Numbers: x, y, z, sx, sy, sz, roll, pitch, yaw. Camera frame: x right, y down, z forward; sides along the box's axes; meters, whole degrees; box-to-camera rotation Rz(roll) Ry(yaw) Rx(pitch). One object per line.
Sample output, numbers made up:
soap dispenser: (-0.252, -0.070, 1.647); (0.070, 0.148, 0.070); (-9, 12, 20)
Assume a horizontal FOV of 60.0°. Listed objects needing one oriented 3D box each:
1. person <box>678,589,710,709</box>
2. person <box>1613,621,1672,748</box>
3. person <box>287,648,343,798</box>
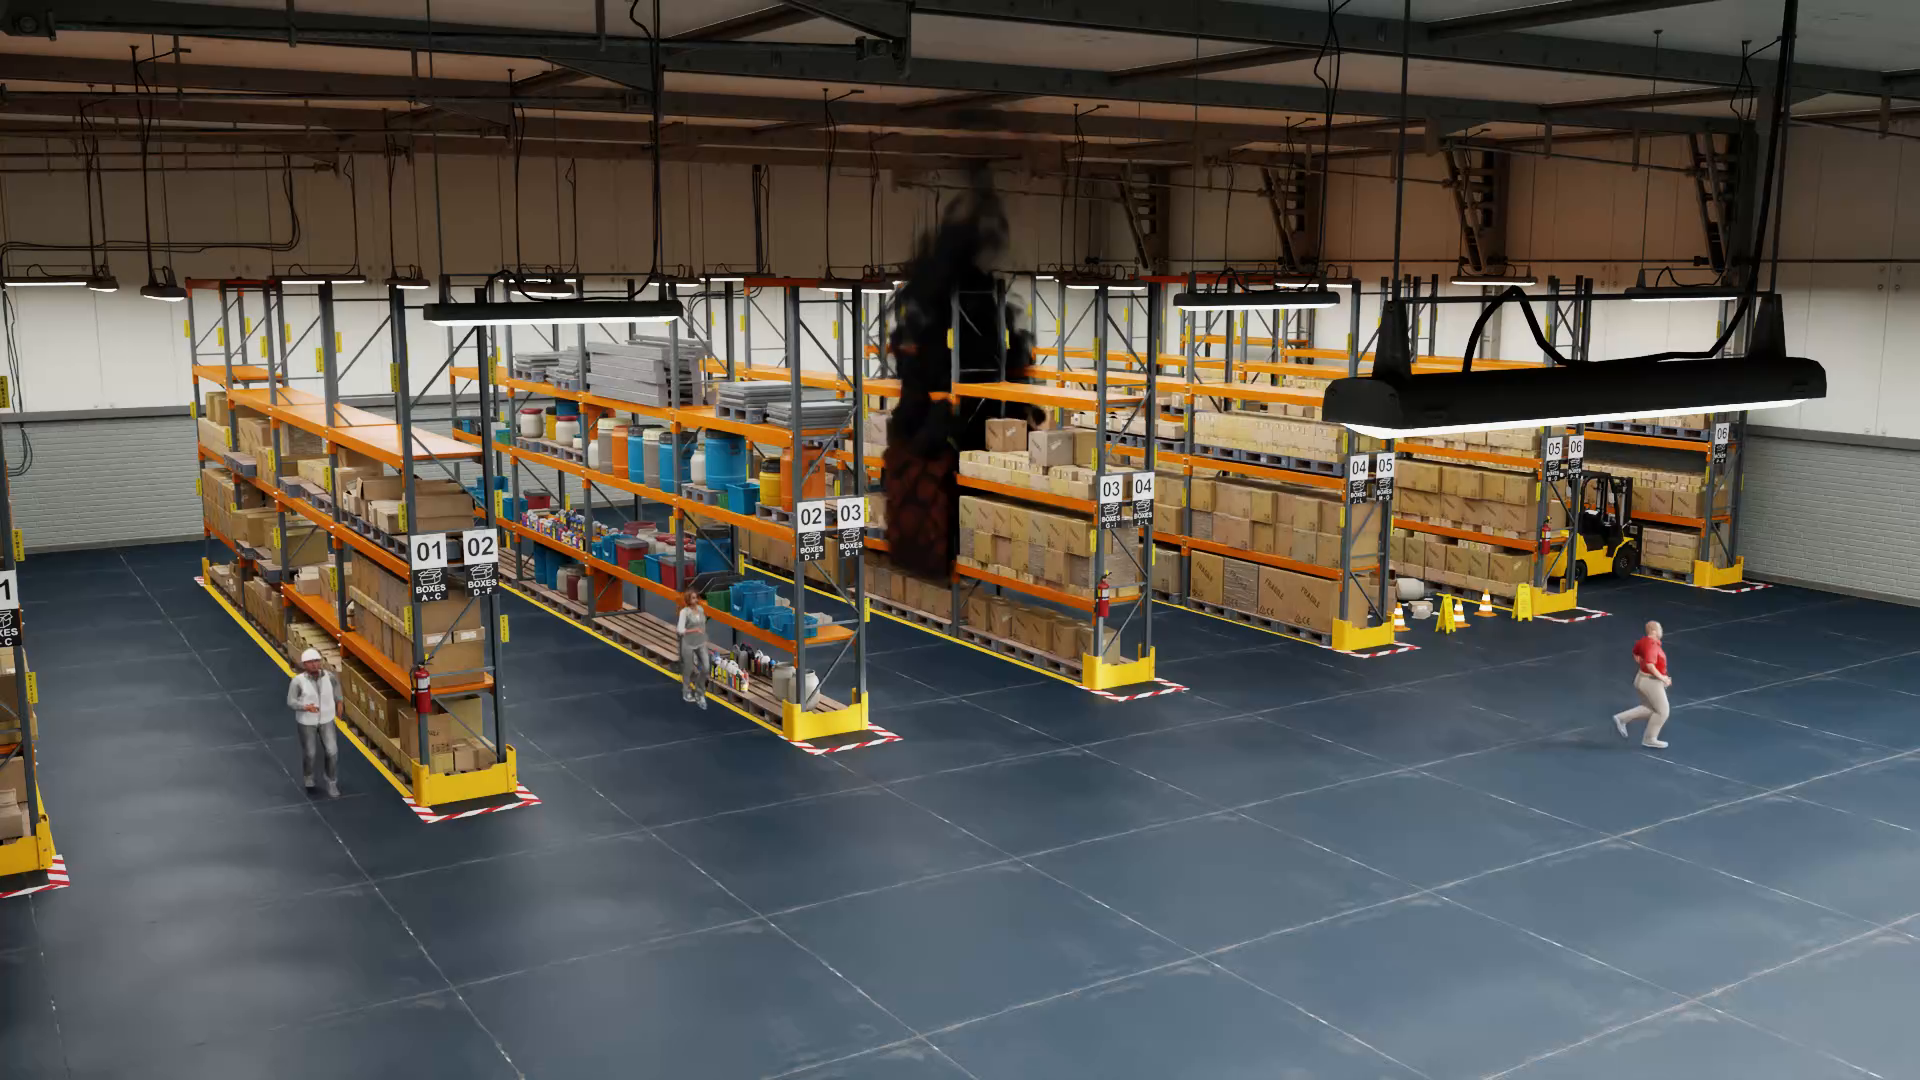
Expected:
person: (-3.600, 1.494, 22.669); (0.515, 1.657, 0.633); (-7, 12, -38)
person: (8.972, 1.881, 21.751); (0.653, 1.682, 0.686); (1, 10, 4)
person: (-7.646, 2.191, 19.785); (0.675, 1.850, 0.748); (-6, 12, -34)
